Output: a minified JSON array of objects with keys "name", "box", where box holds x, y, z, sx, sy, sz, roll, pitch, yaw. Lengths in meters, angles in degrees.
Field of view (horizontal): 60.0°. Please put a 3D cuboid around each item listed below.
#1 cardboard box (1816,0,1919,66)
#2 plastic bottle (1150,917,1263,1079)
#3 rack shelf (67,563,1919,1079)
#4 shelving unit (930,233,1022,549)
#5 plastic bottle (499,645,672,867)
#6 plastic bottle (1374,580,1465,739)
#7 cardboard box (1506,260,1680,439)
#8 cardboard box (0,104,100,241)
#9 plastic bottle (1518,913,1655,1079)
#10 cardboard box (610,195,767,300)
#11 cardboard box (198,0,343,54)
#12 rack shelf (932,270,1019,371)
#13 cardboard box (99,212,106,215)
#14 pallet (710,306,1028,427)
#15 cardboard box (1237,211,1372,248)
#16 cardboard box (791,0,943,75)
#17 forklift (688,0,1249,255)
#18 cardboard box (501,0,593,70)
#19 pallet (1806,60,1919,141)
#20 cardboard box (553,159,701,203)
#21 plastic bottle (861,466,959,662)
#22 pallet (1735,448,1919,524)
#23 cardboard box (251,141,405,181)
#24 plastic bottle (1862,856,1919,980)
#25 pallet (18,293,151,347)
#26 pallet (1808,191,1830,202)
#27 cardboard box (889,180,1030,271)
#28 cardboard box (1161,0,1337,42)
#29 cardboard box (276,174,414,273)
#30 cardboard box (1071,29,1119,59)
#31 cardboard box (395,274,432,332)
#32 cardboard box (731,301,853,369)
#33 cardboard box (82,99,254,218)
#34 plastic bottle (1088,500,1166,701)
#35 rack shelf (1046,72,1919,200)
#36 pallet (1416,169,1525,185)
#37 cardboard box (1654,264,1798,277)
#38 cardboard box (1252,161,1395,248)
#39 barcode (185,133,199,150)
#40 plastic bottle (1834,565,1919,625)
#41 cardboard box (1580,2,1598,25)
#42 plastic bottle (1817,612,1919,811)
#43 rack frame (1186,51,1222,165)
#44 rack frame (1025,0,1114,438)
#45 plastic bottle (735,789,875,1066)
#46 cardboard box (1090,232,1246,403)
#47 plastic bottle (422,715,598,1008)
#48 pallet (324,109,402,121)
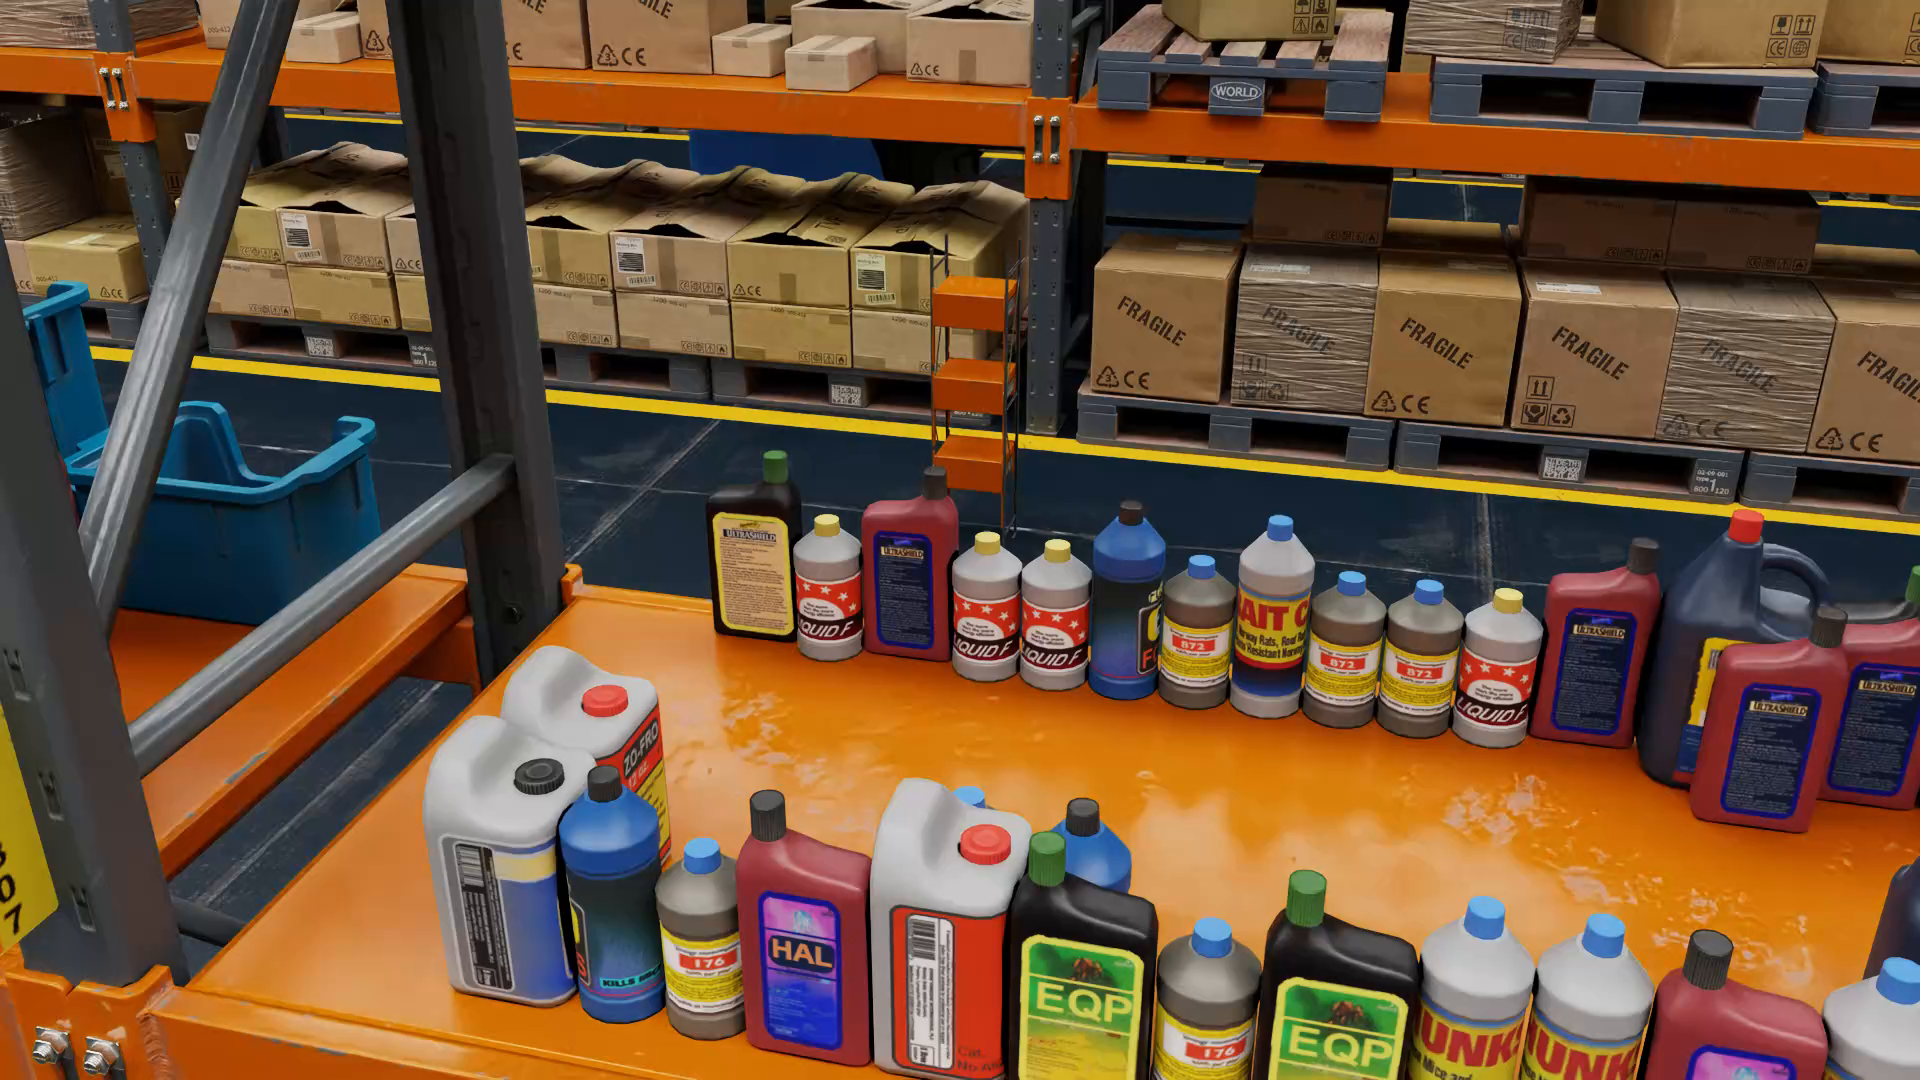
[{"name":"cardboard box","box":[3.235,-1.973,5.799,0.500,0.500,0.700,11,27,21]},{"name":"plastic bottle","box":[0.230,0.445,1.557,0.097,0.201,0.097,0,25,0]},{"name":"rack shelf","box":[1.146,0.626,1.783,4.000,0.370,1.077,6,26,13]},{"name":"shelving unit","box":[0.052,-0.468,5.512,0.252,1.050,0.215,6,26,13]},{"name":"plastic bottle","box":[-0.415,0.260,1.858,0.135,0.276,0.152,6,26,13]},{"name":"plastic bottle","box":[0.603,0.149,2.178,0.097,0.201,0.097,0,25,0]},{"name":"cardboard box","box":[2.316,-0.714,6.157,0.500,0.500,0.500,5,26,11]},{"name":"cardboard box","box":[-4.413,-1.707,7.684,0.500,0.500,0.500,6,26,13]},{"name":"plastic bottle","box":[0.548,0.448,1.468,0.097,0.271,0.097,0,25,0]},{"name":"cardboard box","box":[-1.115,-1.238,6.919,0.500,0.311,0.500,6,26,13]},{"name":"cardboard box","box":[-2.940,-2.301,7.268,0.500,0.250,0.500,8,27,16]},{"name":"rack shelf","box":[0.052,-0.715,5.395,0.240,0.259,0.215,6,26,13]},{"name":"cardboard box","box":[-4.284,-1.583,8.296,0.500,0.250,0.500,6,26,13]},{"name":"pallet","box":[-0.341,-0.820,7.228,1.213,0.211,1.003,6,26,13]},{"name":"cardboard box","box":[1.411,-1.043,6.847,0.500,0.500,0.500,7,26,15]},{"name":"cardboard box","box":[-0.372,-2.111,6.799,0.500,0.311,0.500,6,26,12]},{"name":"forklift","box":[0.184,-2.783,8.187,3.031,2.935,1.130,5,26,11]},{"name":"cardboard box","box":[-1.693,-2.249,6.869,0.500,0.500,0.500,6,26,13]},{"name":"pallet","box":[3.573,-1.591,5.826,1.213,0.211,1.003,6,26,13]},{"name":"cardboard box","box":[-1.490,-1.518,7.506,0.500,0.311,0.500,6,26,12]},{"name":"plastic bottle","box":[-0.070,0.030,2.334,0.133,0.283,0.061,6,26,13]},{"name":"pallet","box":[3.523,-0.359,6.259,1.213,0.211,1.003,6,26,13]},{"name":"cardboard box","box":[-2.964,-1.681,7.848,0.500,0.311,0.500,6,26,13]},{"name":"plastic bottle","box":[0.952,0.379,1.521,0.185,0.351,0.144,6,26,13]},{"name":"pallet","box":[-4.187,-1.247,8.123,1.213,0.211,1.003,6,26,13]},{"name":"pallet","box":[4.784,-2.402,10.549,1.213,0.211,1.003,6,26,13]},{"name":"cardboard box","box":[0.012,-1.355,7.164,0.500,0.311,0.500,7,26,15]},{"name":"cardboard box","box":[1.084,-2.189,6.254,0.500,0.500,0.700,-2,26,-5]},{"name":"cardboard box","box":[-2.606,-1.401,7.261,0.500,0.311,0.500,6,26,12]},{"name":"cardboard box","box":[0.966,-3.163,11.301,0.500,0.500,0.700,7,26,14]},{"name":"cardboard box","box":[-2.102,-1.096,7.272,0.500,0.250,0.500,6,26,11]},{"name":"cardboard box","box":[-0.624,-0.932,6.928,0.500,0.250,0.500,6,26,12]},{"name":"cardboard box","box":[-3.799,-1.870,8.026,0.500,0.500,0.500,6,26,13]},{"name":"plastic bottle","box":[0.226,0.076,2.251,0.097,0.271,0.097,0,25,0]},{"name":"rack shelf","box":[2.383,-1.436,6.114,4.000,0.370,1.077,6,26,13]},{"name":"pallet","box":[3.599,-2.532,10.822,1.213,0.211,1.003,6,26,13]},{"name":"cardboard box","box":[2.911,-0.879,6.503,0.500,0.500,0.500,7,26,14]},{"name":"cardboard box","box":[1.466,-1.377,6.677,0.500,0.250,0.500,7,26,15]},{"name":"barcode","box":[-3.284,-1.706,7.123,0.075,0.075,0.001,6,26,13]},{"name":"plastic bottle","box":[1.122,0.161,2.057,0.133,0.283,0.061,6,26,13]},{"name":"cardboard box","box":[4.027,-2.938,10.444,0.750,0.750,0.750,7,26,15]},{"name":"plastic bottle","box":[1.107,0.187,2.004,0.133,0.283,0.061,6,26,13]},{"name":"rack frame","box":[1.676,-4.038,10.742,0.127,3.000,1.000,6,26,13]},{"name":"rack frame","box":[0.446,-1.975,6.409,0.127,3.000,1.000,6,26,13]},{"name":"plastic bottle","box":[-0.145,0.374,1.610,0.133,0.283,0.061,6,26,13]},{"name":"cardboard box","box":[0.816,-0.877,6.500,0.500,0.500,0.500,7,26,15]},{"name":"plastic bottle","box":[-0.452,0.324,1.725,0.135,0.276,0.152,6,26,13]},{"name":"pallet","box":[-4.042,-3.394,12.633,1.213,0.211,1.003,6,26,13]}]
